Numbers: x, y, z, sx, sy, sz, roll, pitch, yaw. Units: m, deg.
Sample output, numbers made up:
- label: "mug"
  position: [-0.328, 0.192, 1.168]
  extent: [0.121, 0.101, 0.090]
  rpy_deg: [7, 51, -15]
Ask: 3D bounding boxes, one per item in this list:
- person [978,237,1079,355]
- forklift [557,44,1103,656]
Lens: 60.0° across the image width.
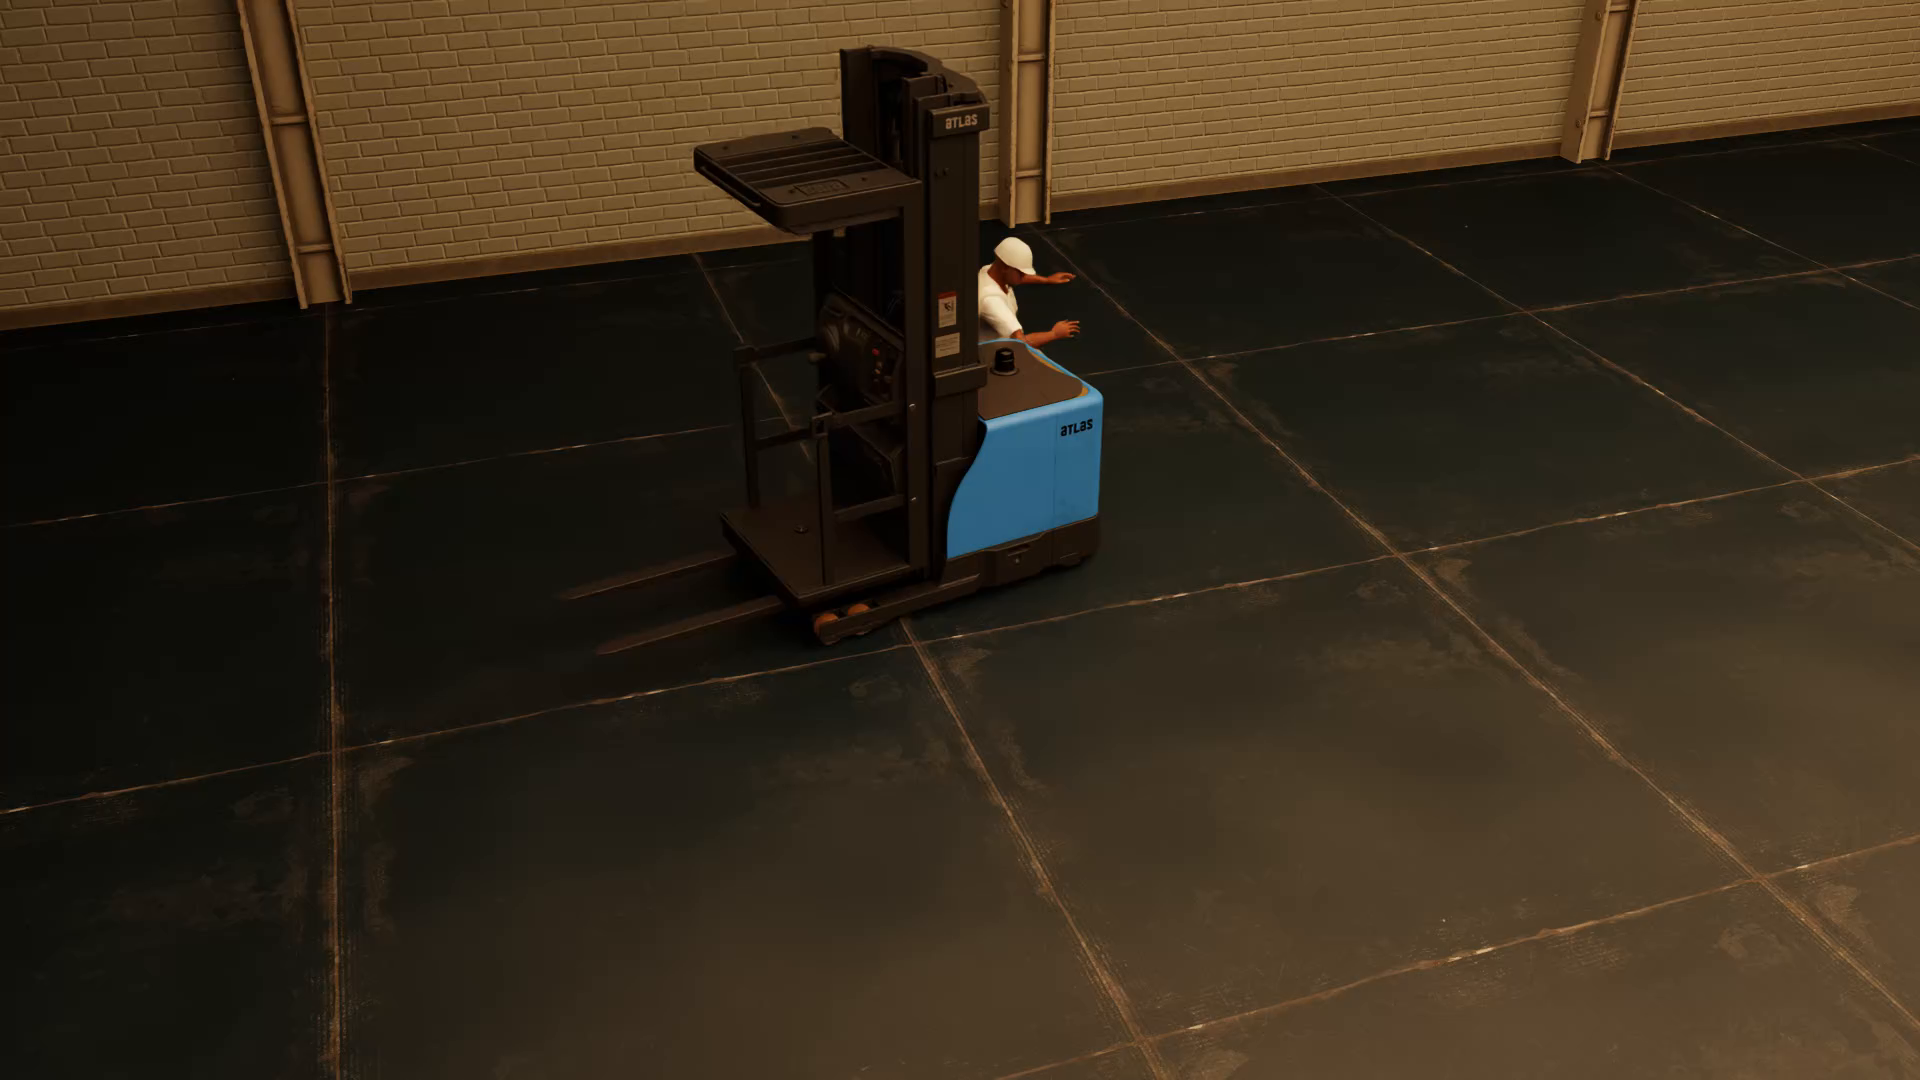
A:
- label: "person"
  position: [0.389, -1.193, 10.570]
  extent: [0.734, 1.528, 1.092]
  rpy_deg: [3, 30, 5]
- label: "forklift"
  position: [-0.717, -1.004, 8.832]
  extent: [3.031, 2.935, 1.130]
  rpy_deg: [-16, 34, -25]
